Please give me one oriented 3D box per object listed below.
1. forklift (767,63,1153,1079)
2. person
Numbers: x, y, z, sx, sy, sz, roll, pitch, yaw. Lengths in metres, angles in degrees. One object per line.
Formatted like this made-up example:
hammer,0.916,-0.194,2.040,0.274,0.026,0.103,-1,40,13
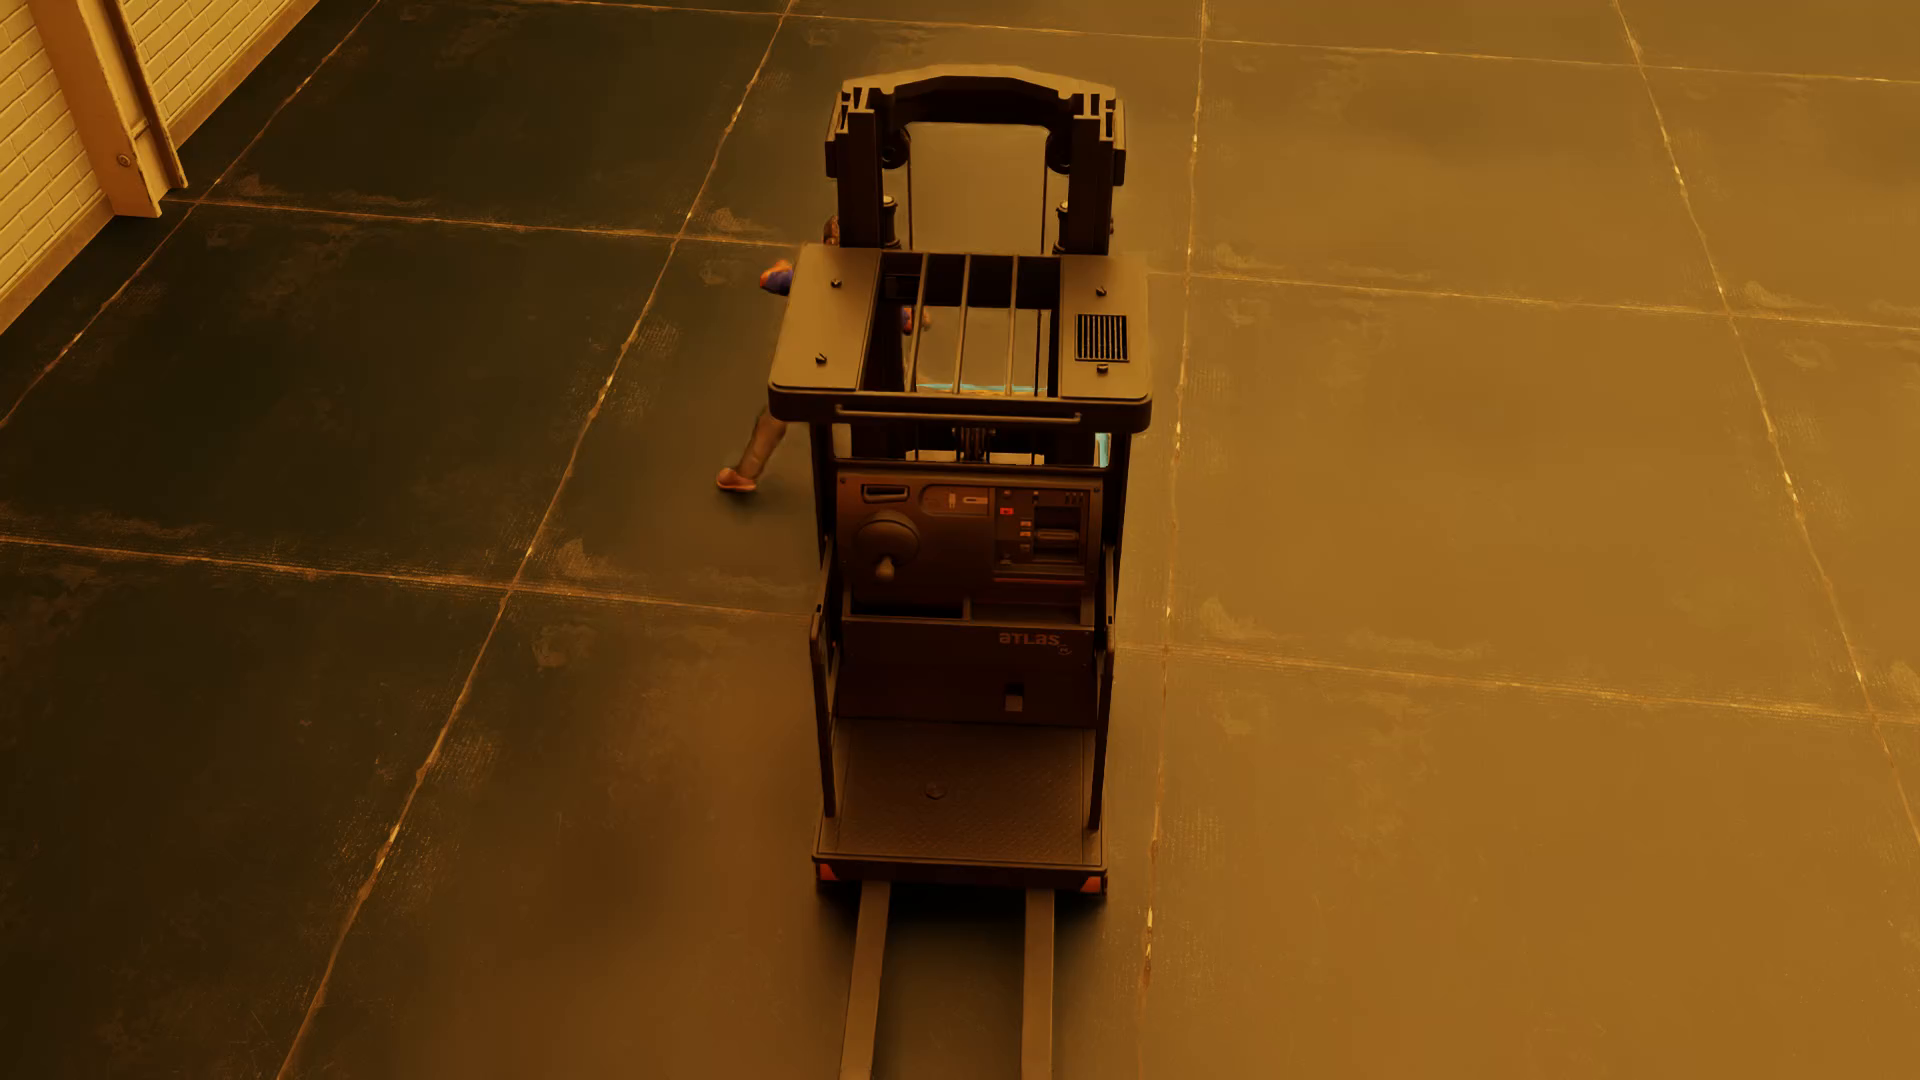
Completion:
forklift,0.021,0.047,5.673,1.130,2.935,3.031,2,43,2
person,-0.545,-0.916,7.828,1.176,1.463,0.911,11,44,12
